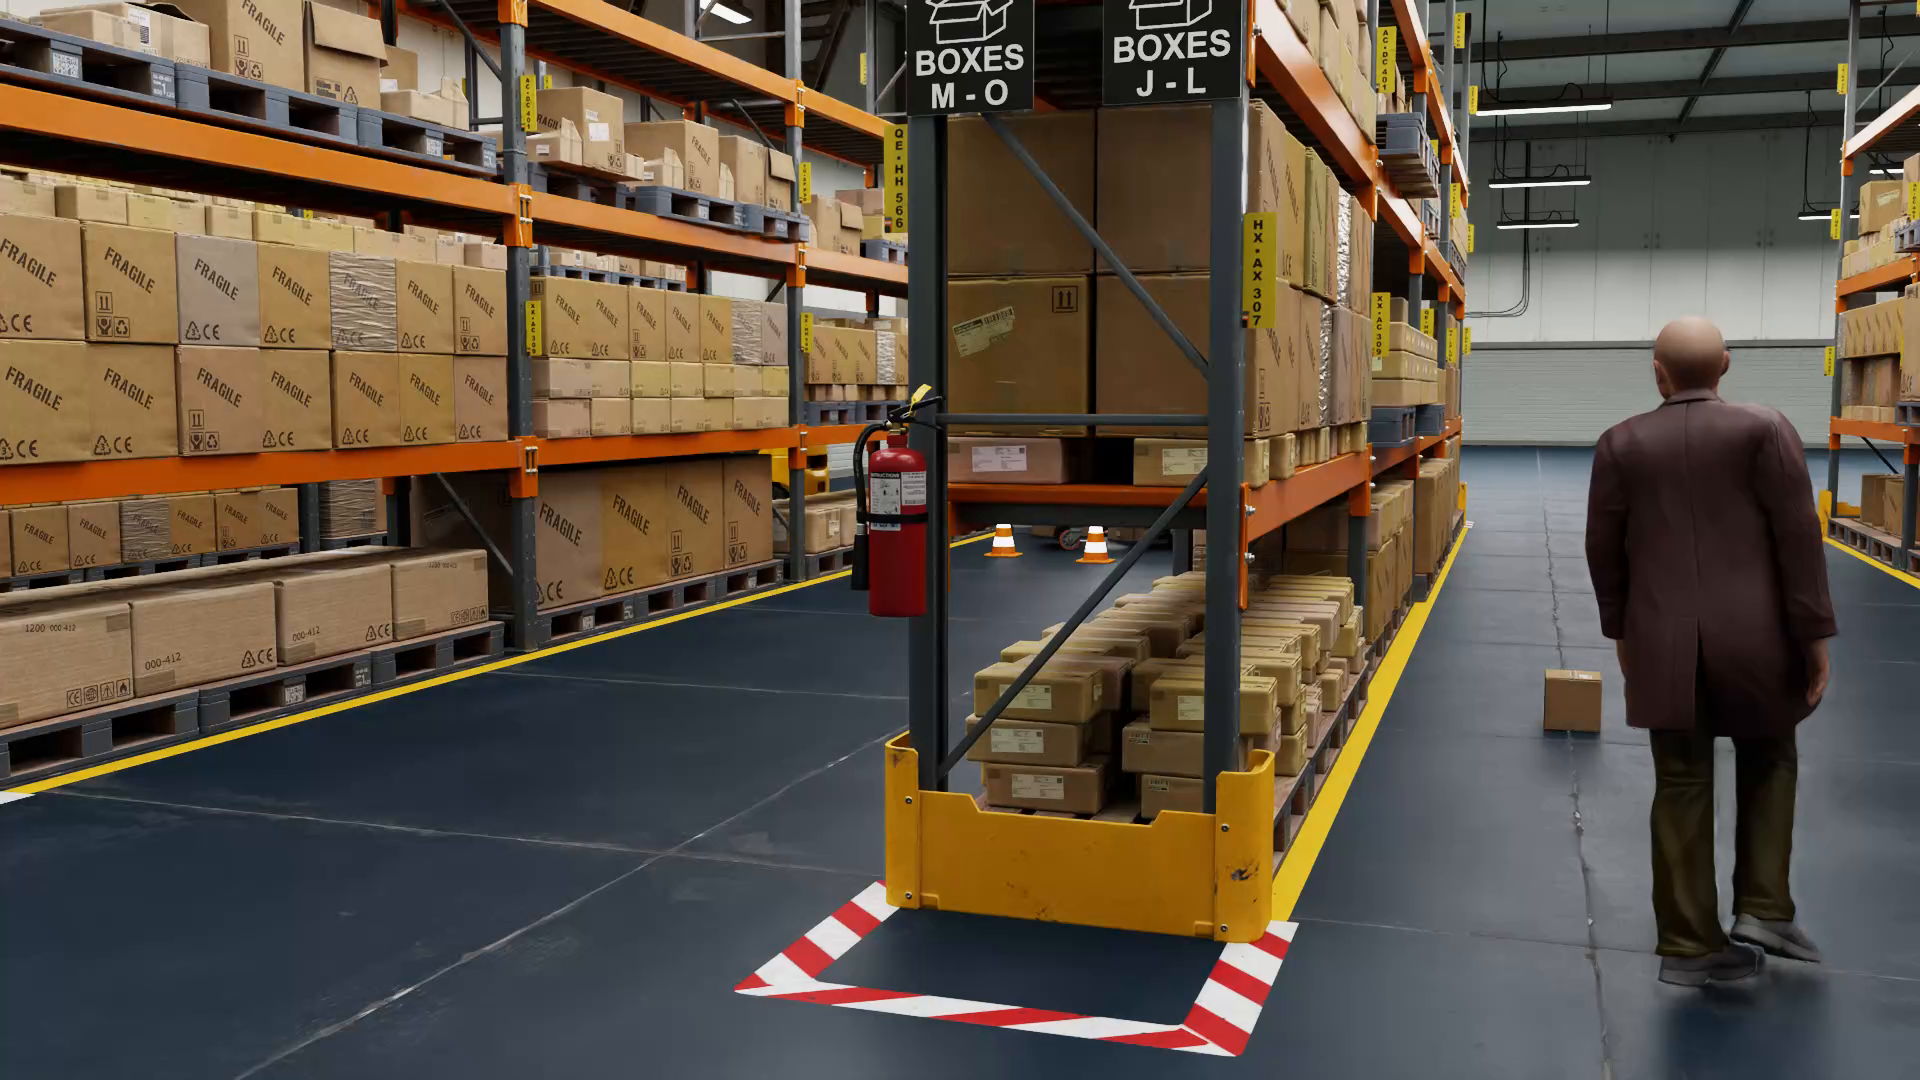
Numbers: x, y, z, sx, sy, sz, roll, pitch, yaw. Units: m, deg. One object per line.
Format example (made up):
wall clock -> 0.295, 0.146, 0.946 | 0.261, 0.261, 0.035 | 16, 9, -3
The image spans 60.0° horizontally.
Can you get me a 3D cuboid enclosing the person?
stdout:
person -> 2.002, 0.286, 4.479 | 0.648, 1.773, 0.546 | 3, 6, 34
